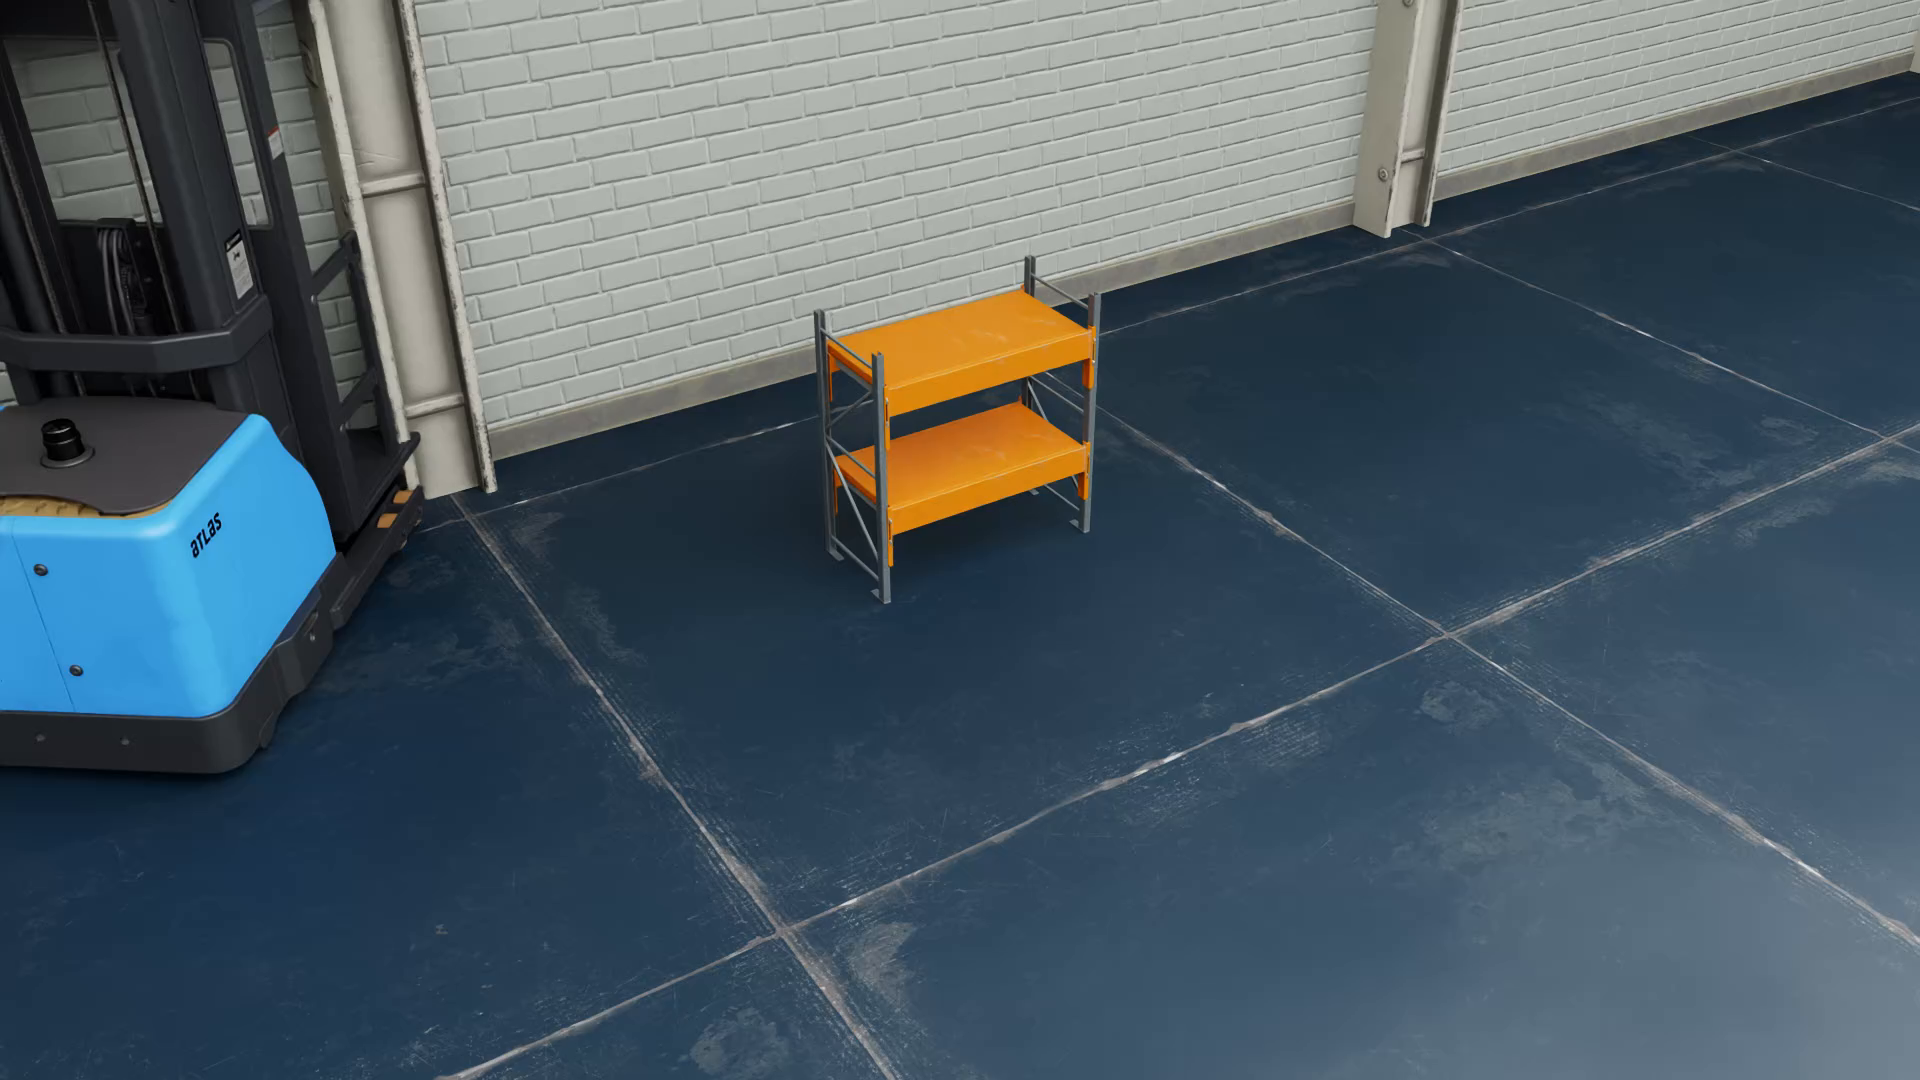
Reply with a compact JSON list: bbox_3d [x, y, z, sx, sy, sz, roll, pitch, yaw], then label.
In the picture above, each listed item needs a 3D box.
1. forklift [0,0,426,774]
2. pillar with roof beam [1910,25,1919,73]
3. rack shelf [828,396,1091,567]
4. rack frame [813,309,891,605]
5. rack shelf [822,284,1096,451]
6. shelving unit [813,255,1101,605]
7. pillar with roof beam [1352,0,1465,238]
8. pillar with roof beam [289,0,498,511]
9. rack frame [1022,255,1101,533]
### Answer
[{"bbox_3d":[-2.950,-1.180,6.374,1.130,2.935,3.031,2,32,3],"label":"forklift"},{"bbox_3d":[10.055,-5.584,7.668,0.400,9.000,9.100,-19,37,-27],"label":"pillar with roof beam"},{"bbox_3d":[-0.006,-0.267,7.077,1.000,0.278,0.538,-19,37,-27],"label":"rack shelf"},{"bbox_3d":[-0.433,-0.327,6.714,0.032,1.125,0.500,-19,37,-27],"label":"rack frame"},{"bbox_3d":[-0.006,-0.721,6.791,1.000,0.278,0.538,-19,37,-27],"label":"rack shelf"},{"bbox_3d":[-0.006,-0.474,6.947,1.048,1.125,0.538,-19,37,-27],"label":"shelving unit"},{"bbox_3d":[5.012,-3.850,4.918,0.400,9.000,9.100,-19,37,-27],"label":"pillar with roof beam"},{"bbox_3d":[-0.031,-2.115,2.169,0.400,9.000,9.100,-19,37,-27],"label":"pillar with roof beam"},{"bbox_3d":[0.422,-0.621,7.180,0.032,1.125,0.500,-19,37,-27],"label":"rack frame"}]
